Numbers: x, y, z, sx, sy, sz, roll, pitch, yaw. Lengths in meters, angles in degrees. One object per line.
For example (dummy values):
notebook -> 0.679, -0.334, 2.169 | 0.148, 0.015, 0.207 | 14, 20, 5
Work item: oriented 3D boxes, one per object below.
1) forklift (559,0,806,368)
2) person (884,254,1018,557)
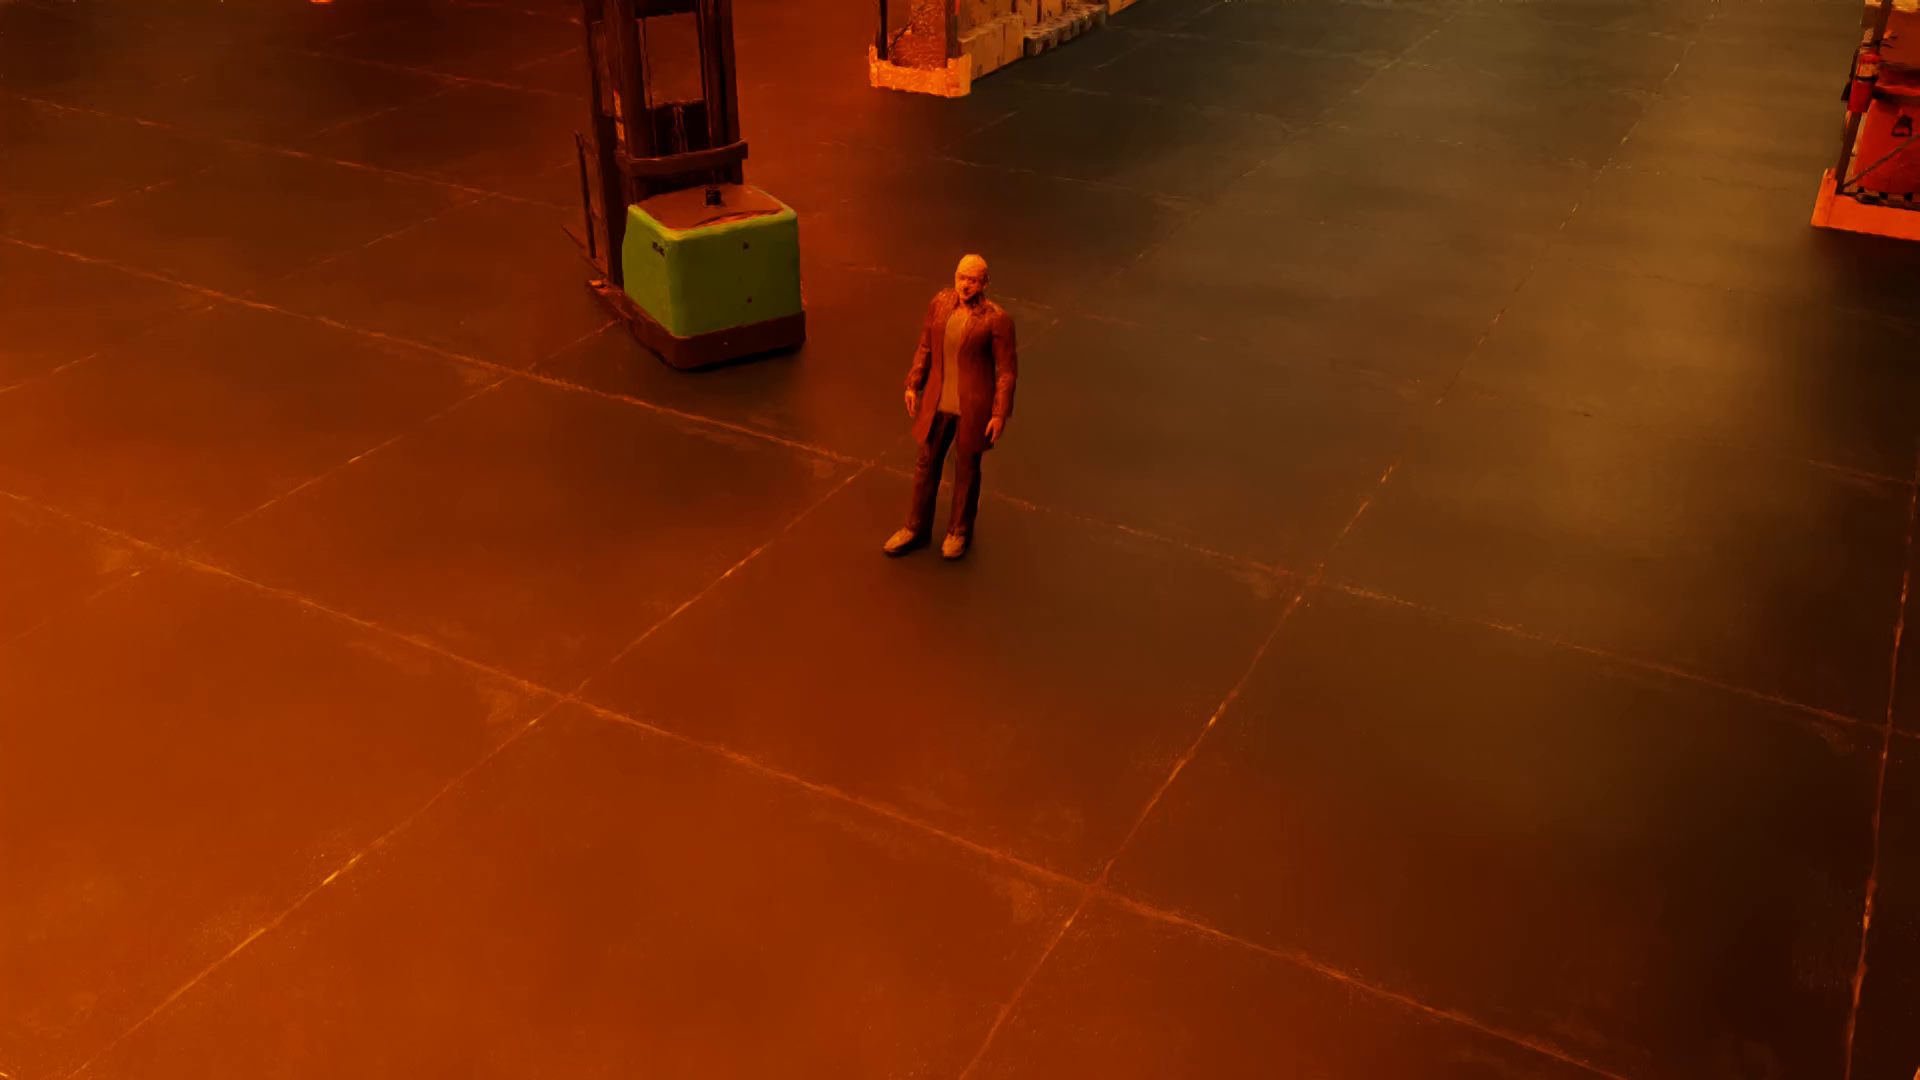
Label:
forklift -> -2.344, -3.213, 12.638 | 1.130, 2.935, 3.031 | -17, 34, -26
person -> -0.048, -0.737, 9.488 | 0.694, 1.776, 0.580 | 15, 33, 25
